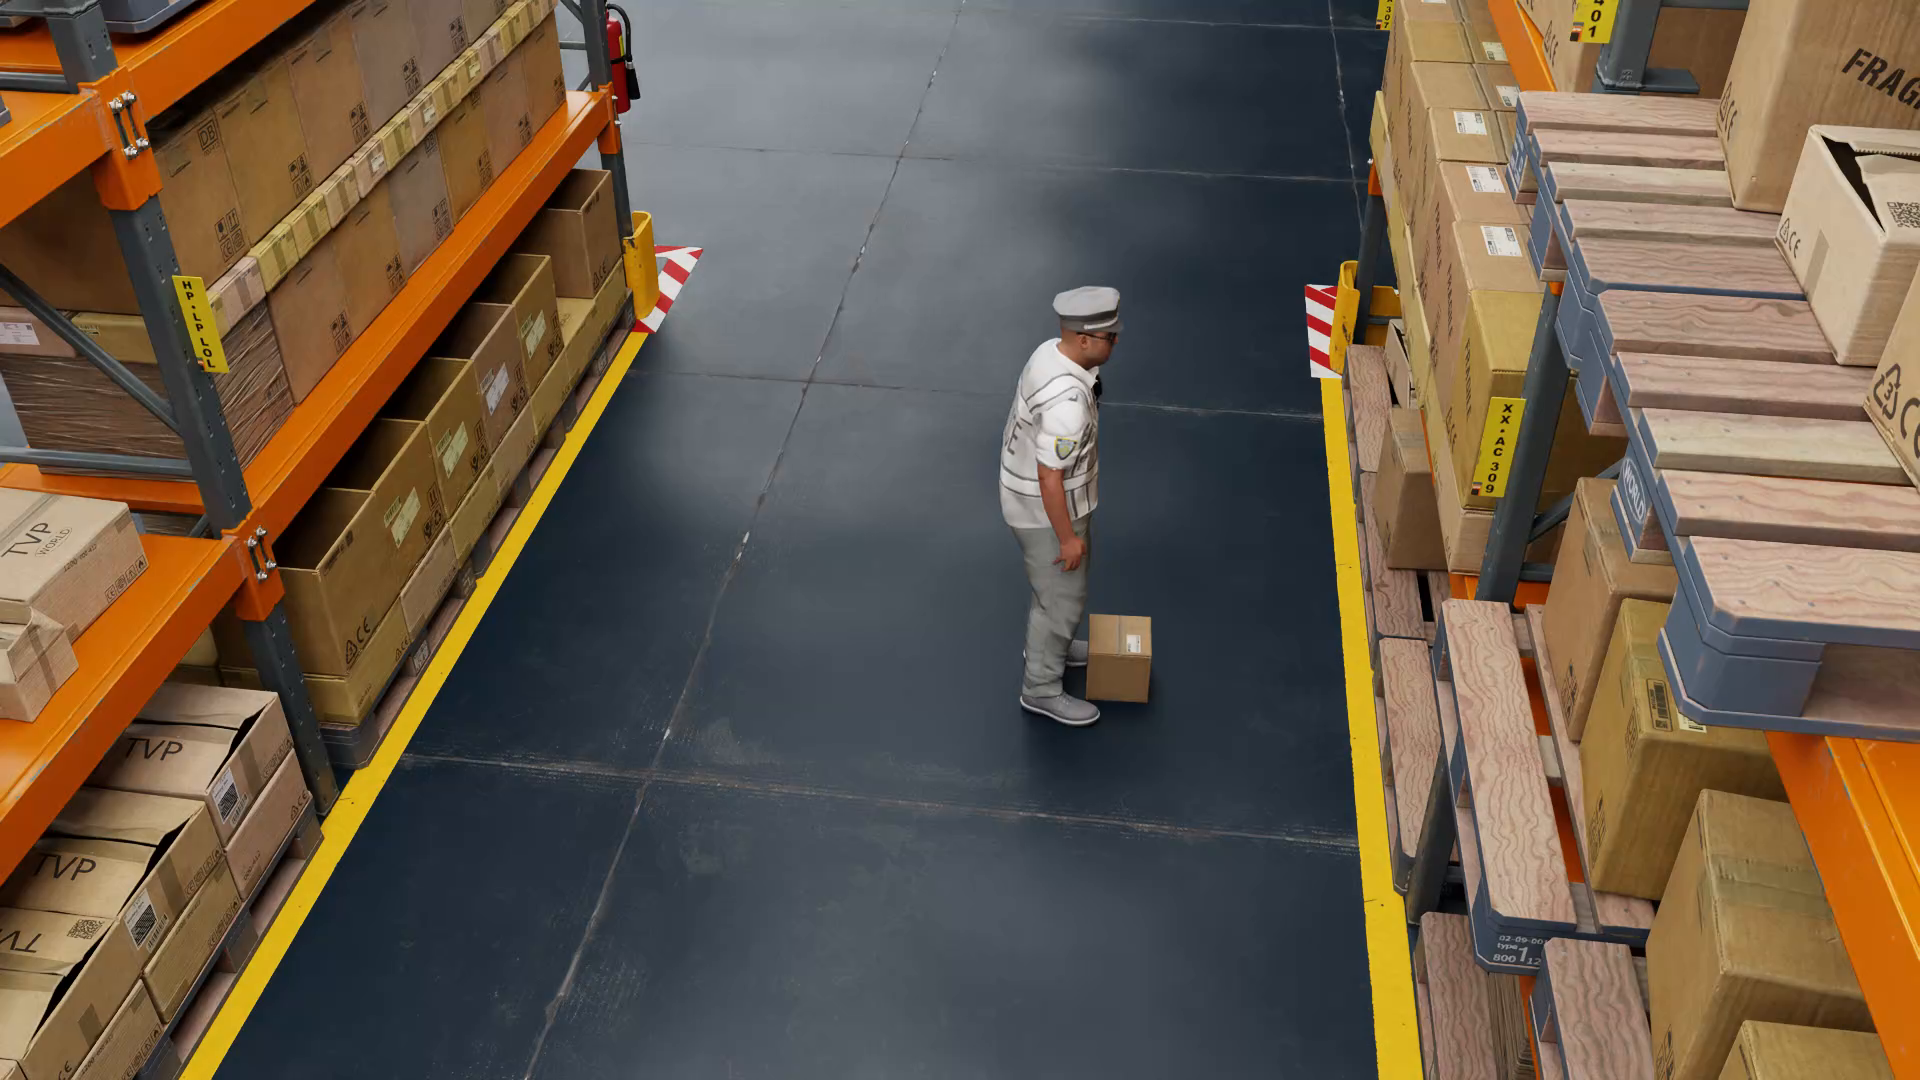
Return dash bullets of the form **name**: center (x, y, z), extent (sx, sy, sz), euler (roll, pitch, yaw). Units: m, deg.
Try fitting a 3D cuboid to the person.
- **person**: center (0.368, -0.144, 6.339), extent (0.435, 1.748, 0.606), euler (2, 36, 3)
